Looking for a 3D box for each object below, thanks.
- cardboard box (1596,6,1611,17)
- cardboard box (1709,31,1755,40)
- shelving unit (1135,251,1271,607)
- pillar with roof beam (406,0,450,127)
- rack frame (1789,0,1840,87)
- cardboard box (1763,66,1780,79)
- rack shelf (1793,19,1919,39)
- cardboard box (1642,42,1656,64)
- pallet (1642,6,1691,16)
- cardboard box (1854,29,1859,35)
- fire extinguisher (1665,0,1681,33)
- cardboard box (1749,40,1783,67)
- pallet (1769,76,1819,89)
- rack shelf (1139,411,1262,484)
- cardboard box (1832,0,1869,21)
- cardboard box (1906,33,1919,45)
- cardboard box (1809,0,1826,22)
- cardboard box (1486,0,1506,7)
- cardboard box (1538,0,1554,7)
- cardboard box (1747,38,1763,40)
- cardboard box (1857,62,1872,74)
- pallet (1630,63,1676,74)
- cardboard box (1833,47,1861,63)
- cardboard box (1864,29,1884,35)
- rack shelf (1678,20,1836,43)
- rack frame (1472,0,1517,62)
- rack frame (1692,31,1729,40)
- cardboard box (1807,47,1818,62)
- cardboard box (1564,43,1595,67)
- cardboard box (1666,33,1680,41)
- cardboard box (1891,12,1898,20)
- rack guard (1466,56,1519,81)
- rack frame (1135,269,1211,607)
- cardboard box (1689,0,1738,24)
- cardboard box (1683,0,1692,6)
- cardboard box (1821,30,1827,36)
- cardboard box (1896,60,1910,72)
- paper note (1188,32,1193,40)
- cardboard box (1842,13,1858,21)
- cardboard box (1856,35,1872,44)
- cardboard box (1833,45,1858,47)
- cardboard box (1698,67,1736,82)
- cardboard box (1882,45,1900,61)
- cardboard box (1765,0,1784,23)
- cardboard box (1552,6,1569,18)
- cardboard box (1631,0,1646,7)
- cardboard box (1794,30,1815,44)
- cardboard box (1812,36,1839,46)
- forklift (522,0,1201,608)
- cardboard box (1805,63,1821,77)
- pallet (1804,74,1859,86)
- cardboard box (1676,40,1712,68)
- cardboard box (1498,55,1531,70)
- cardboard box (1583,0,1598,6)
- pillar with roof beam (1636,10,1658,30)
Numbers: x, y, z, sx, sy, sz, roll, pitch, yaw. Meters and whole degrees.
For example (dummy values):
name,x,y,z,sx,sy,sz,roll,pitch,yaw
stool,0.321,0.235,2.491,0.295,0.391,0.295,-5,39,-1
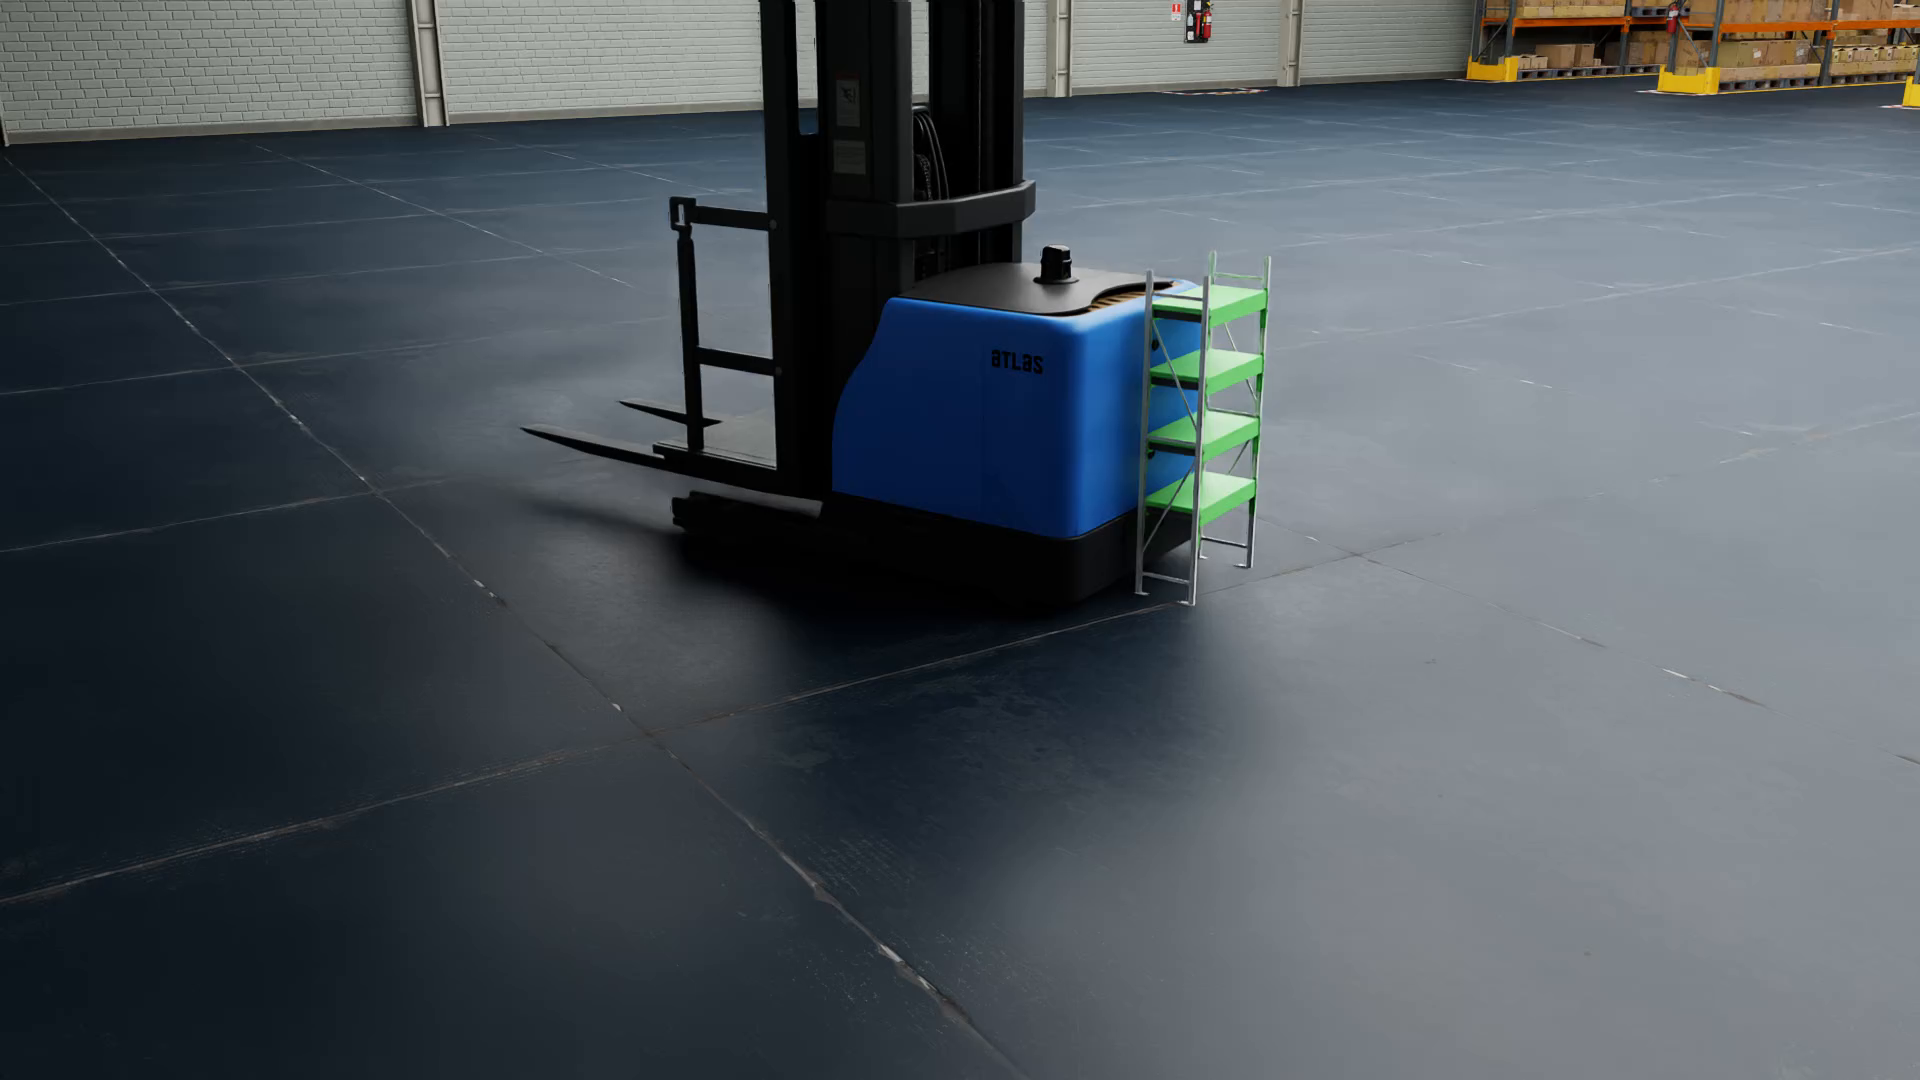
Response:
name,x,y,z,sx,sy,sz,roll,pitch,yaw
cardboard box,14.502,-12.089,38.022,0.500,0.250,0.500,-12,22,-31
cardboard box,19.179,-12.380,41.382,0.750,0.750,0.750,-12,22,-32
shelving unit,0.889,-0.414,6.097,0.258,1.200,0.503,12,22,32
pillar with roof beam,-5.757,-9.514,20.835,0.400,9.000,9.100,-12,22,-31
rack frame,17.879,-11.076,34.824,0.127,3.000,1.000,-12,22,-31
cardboard box,16.362,-9.567,33.996,0.500,0.250,0.500,-12,22,-31
rack shelf,19.550,-11.088,35.981,4.000,0.370,1.077,-12,22,-31
cardboard box,16.161,-11.663,39.777,0.500,0.500,0.700,-12,22,-32
pallet,16.862,-12.655,39.792,1.213,0.211,1.003,-12,22,-31
cardboard box,23.795,-13.583,44.474,0.250,0.149,0.380,-12,22,-31
fire extinguisher,14.184,-10.438,33.058,0.183,0.674,0.296,-12,22,-31
cardboard box,16.363,-9.922,33.876,0.500,0.500,0.500,-12,22,-31
pallet,17.192,-9.626,34.889,1.213,0.211,1.003,-12,22,-31
rack shelf,0.889,-0.354,6.118,0.258,0.148,0.480,12,22,32
cardboard box,18.970,-11.347,35.469,0.500,0.500,0.500,-10,21,-28
cardboard box,21.917,-11.399,37.823,0.500,0.250,0.500,-11,22,-29
cardboard box,17.512,-11.044,34.572,0.500,0.500,0.700,-13,22,-33
cardboard box,12.088,-12.130,36.972,0.500,0.500,0.500,-12,22,-32
cardboard box,12.793,-12.078,36.818,0.500,0.500,0.500,-12,22,-31
cardboard box,16.485,-10.154,34.562,0.500,0.500,0.500,-12,22,-31
cardboard box,19.211,-10.159,35.748,0.500,0.250,0.500,-13,22,-33
pallet,16.821,-11.433,40.234,1.213,0.211,1.003,-12,22,-31
cardboard box,18.782,-10.331,35.382,0.500,0.311,0.500,-12,22,-32
cardboard box,24.424,-13.570,44.434,0.250,0.149,0.380,-11,22,-30
rack shelf,16.209,-10.383,33.897,4.000,0.370,1.077,-12,22,-31
rack frame,11.811,-11.696,36.657,0.127,3.000,1.000,-12,22,-31
rack frame,18.492,-13.105,40.825,0.127,3.000,1.000,-12,22,-31
cardboard box,18.060,-10.386,35.545,0.500,0.311,0.500,-12,22,-31
cardboard box,14.307,-11.231,38.499,0.500,0.500,0.500,-14,23,-35
cardboard box,16.982,-12.168,40.099,0.500,0.250,0.500,-12,22,-32
cardboard box,20.186,-11.422,36.239,0.250,0.149,0.380,-10,21,-27
rack guard,11.874,-10.525,37.097,0.348,0.500,1.175,-12,22,-31
rack frame,0.751,-0.350,5.907,0.240,1.200,0.015,12,22,32
cardboard box,14.935,-10.498,32.957,0.500,0.500,0.700,-12,22,-31
cardboard box,17.077,-13.050,39.819,0.500,0.500,0.700,-12,22,-31
cardboard box,22.942,-13.404,43.942,0.250,0.149,0.380,-13,22,-33
cardboard box,20.486,-10.427,36.543,0.500,0.250,0.500,-12,22,-32
paper note,4.638,-10.139,33.426,0.142,0.148,0.016,-12,22,-31
cardboard box,18.732,-11.059,35.164,0.250,0.149,0.380,-12,22,-31
cardboard box,23.807,-13.202,44.359,0.500,0.500,0.700,-13,22,-33
cardboard box,19.331,-10.654,36.338,0.500,0.311,0.500,-12,22,-32
cardboard box,15.109,-9.303,33.216,0.500,0.250,0.500,-12,22,-31
cardboard box,20.064,-10.603,36.187,0.500,0.311,0.500,-12,22,-32
cardboard box,16.227,-10.771,33.766,0.500,0.500,0.700,-11,22,-30
cardboard box,13.248,-11.819,37.223,0.500,0.250,0.500,-12,22,-32
cardboard box,15.595,-12.737,38.893,0.500,0.500,0.700,-12,22,-31
cardboard box,21.362,-12.841,42.745,0.750,0.750,0.750,-12,22,-31
cardboard box,22.514,-12.929,43.551,0.500,0.500,0.700,-12,22,-31
forklift,-0.564,-1.497,6.595,3.031,2.935,1.130,13,22,33
cardboard box,17.612,-9.832,34.782,0.500,0.250,0.500,-12,22,-31
pallet,18.473,-9.895,35.685,1.213,0.211,1.003,-12,22,-31
cardboard box,14.823,-9.797,33.508,0.500,0.500,0.500,-12,22,-31
cardboard box,12.438,-10.728,37.307,0.500,0.311,0.500,-15,24,-37
cardboard box,14.087,-12.353,37.632,0.500,0.500,0.500,-13,22,-33
pillar with roof beam,19.299,-14.798,36.465,0.400,9.000,9.100,-12,22,-31
